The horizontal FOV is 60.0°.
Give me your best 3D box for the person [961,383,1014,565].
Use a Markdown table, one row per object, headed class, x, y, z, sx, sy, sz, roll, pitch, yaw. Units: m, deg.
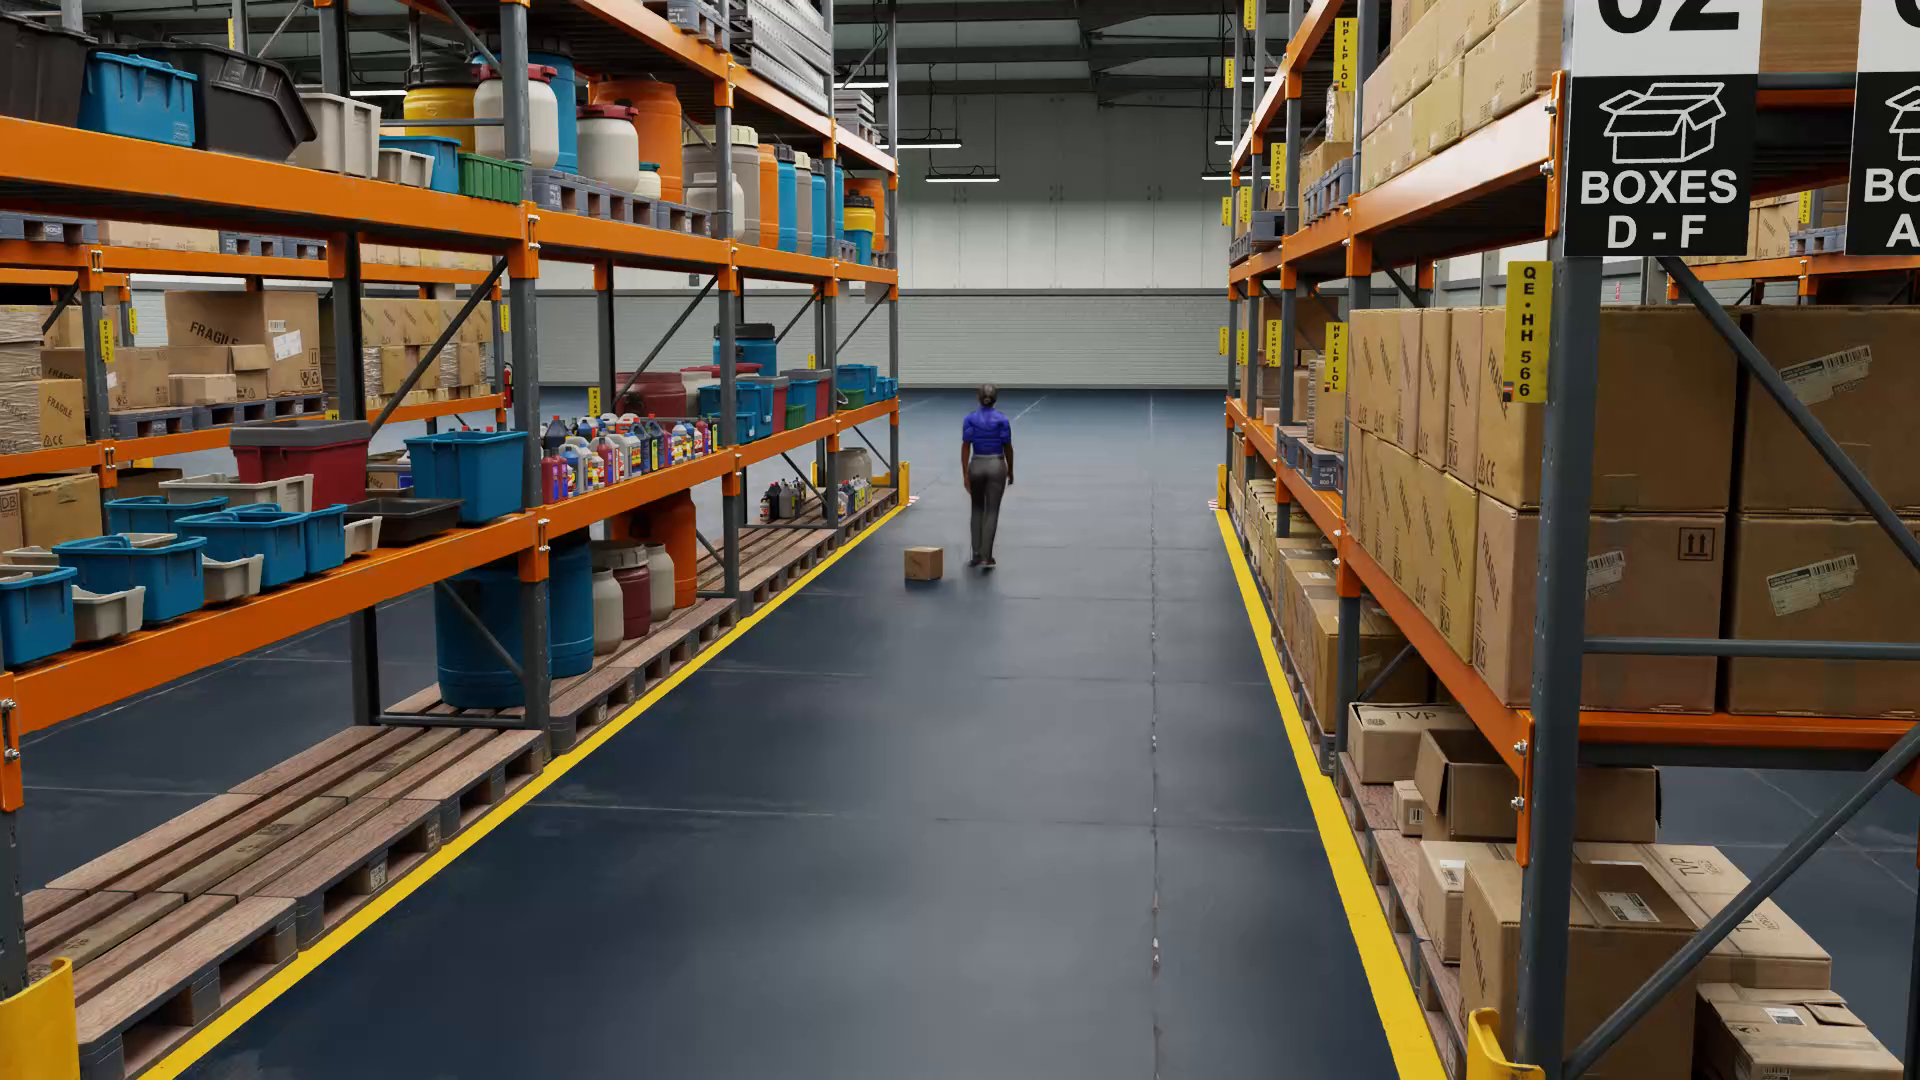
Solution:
| class | x | y | z | sx | sy | sz | roll | pitch | yaw |
| --- | --- | --- | --- | --- | --- | --- | --- | --- | --- |
| person | 0.262 | -0.566 | 15.167 | 0.441 | 1.723 | 0.623 | 2 | 8 | 16 |
